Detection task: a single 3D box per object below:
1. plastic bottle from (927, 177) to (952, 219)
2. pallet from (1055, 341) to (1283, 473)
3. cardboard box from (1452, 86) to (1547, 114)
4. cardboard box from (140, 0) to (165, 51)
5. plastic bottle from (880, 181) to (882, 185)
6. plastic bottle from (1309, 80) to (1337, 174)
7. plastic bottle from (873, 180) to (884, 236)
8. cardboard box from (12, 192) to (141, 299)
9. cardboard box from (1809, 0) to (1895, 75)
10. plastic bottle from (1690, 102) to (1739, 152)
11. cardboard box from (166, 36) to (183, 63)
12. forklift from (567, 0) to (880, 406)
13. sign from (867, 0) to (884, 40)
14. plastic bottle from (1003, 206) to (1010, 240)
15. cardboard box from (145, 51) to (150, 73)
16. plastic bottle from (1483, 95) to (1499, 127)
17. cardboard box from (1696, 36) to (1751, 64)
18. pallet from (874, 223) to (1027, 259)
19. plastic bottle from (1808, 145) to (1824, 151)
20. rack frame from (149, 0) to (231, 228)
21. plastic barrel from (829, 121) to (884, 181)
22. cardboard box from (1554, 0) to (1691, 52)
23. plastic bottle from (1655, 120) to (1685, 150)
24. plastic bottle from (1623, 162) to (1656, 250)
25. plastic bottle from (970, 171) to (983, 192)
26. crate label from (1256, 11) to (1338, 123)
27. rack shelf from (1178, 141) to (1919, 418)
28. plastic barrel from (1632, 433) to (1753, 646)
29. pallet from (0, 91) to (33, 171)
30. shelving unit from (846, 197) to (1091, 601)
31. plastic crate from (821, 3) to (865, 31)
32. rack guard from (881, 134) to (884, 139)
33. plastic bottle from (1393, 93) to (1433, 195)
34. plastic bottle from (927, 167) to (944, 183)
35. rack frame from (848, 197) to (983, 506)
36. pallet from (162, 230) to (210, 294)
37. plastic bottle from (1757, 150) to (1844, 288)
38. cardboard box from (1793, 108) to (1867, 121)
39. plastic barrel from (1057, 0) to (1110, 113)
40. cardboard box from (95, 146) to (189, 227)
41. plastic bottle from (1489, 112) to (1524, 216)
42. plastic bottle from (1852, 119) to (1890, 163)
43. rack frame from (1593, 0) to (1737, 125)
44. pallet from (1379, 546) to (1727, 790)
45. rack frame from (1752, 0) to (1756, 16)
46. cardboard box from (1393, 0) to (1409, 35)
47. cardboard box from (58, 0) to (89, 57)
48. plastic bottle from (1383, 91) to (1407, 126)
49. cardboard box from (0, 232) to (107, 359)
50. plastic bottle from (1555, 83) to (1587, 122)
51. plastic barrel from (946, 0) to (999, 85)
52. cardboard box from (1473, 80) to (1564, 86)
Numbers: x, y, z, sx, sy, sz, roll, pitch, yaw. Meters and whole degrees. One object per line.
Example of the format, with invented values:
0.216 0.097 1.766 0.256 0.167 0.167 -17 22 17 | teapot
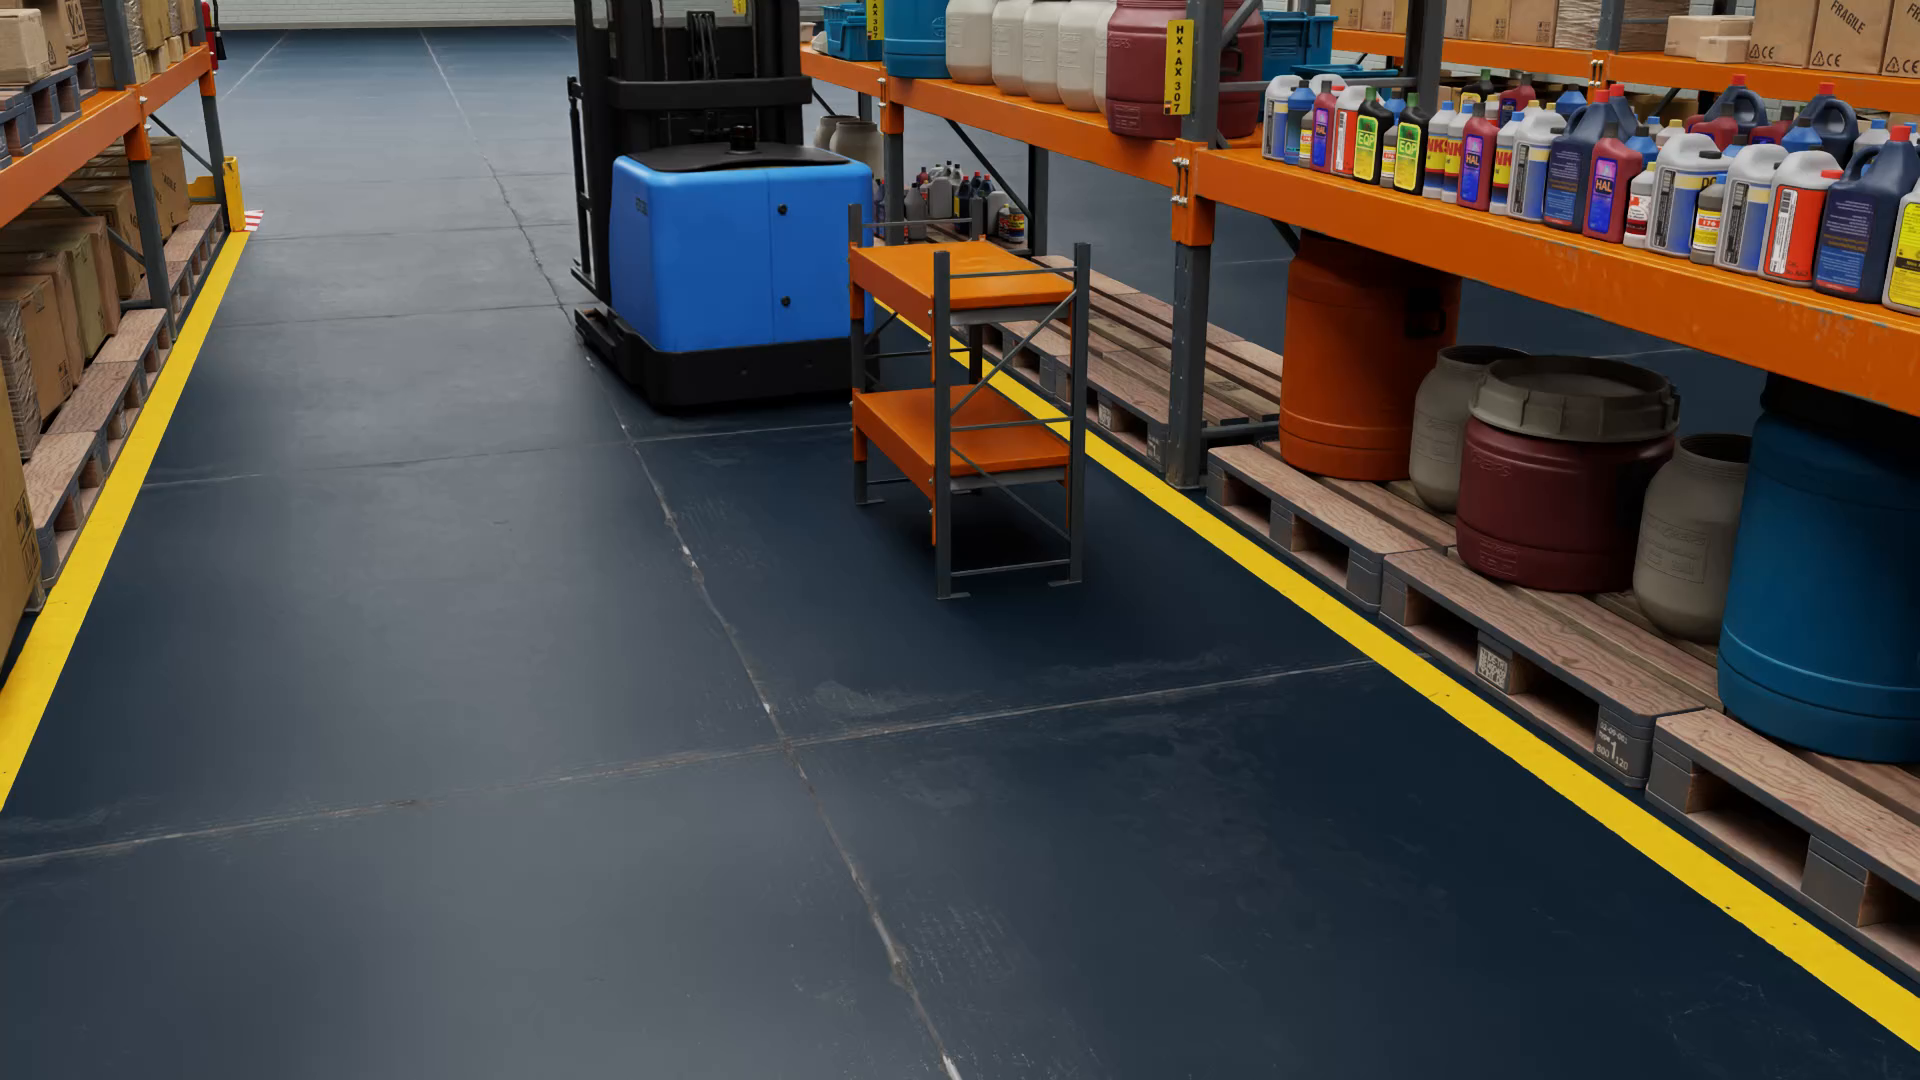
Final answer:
-0.143 -2.353 11.408 0.152 0.276 0.135 -6 21 -17 | plastic bottle
1.093 -0.608 7.297 1.003 0.211 1.213 -6 21 -17 | pallet
4.086 -3.180 12.670 0.500 0.500 0.500 -6 21 -17 | cardboard box
-4.866 -2.927 9.041 0.875 0.500 0.500 -6 21 -17 | cardboard box
-0.506 -2.240 11.084 0.061 0.283 0.133 -6 21 -17 | plastic bottle
1.189 -1.329 5.353 0.061 0.283 0.133 -6 21 -17 | plastic bottle
-0.494 -2.149 10.731 0.144 0.351 0.185 -7 21 -20 | plastic bottle
-4.747 -1.579 8.952 0.500 0.500 0.500 -7 21 -19 | cardboard box
5.295 -2.946 9.532 0.500 0.500 0.500 -6 21 -17 | cardboard box
2.112 -1.087 4.678 0.061 0.283 0.133 -6 21 -17 | plastic bottle
-5.060 -3.051 10.344 0.380 0.149 0.250 -6 21 -17 | cardboard box
-1.412 -2.435 8.359 1.130 2.935 3.031 -8 21 -21 | forklift
-0.483 -3.027 9.496 0.100 0.325 0.005 -6 21 -17 | sign
0.326 -2.023 10.600 0.097 0.201 0.097 0 20 0 | plastic bottle
-4.613 -2.567 8.997 0.380 0.149 0.250 -6 21 -17 | cardboard box
1.851 -1.451 5.812 0.097 0.201 0.097 0 20 0 | plastic bottle
4.830 -3.052 10.348 0.380 0.149 0.250 -6 21 -17 | cardboard box
-0.129 -1.859 10.780 1.003 0.211 1.213 -6 21 -17 | pallet
1.923 -0.757 3.777 0.097 0.271 0.097 0 20 0 | plastic bottle
-5.917 -3.709 11.805 1.000 3.000 0.127 -6 21 -17 | rack frame
-0.778 -2.898 12.606 0.421 0.512 0.421 0 20 0 | plastic barrel
4.600 -3.665 11.536 0.700 0.500 0.500 -7 21 -19 | cardboard box
2.137 -1.158 4.997 0.097 0.201 0.097 0 20 0 | plastic bottle
1.675 -0.814 4.038 0.097 0.201 0.097 0 20 0 | plastic bottle
0.123 -2.275 11.082 0.144 0.351 0.185 -7 21 -19 | plastic bottle
1.244 -2.032 7.084 0.502 0.435 0.616 -6 21 -17 | crate label
1.928 -0.687 4.457 1.077 0.370 4.000 -6 21 -17 | rack shelf
2.087 -0.005 4.553 0.421 0.512 0.421 0 20 0 | plastic barrel
-3.727 -1.269 5.295 1.213 0.211 1.003 -6 21 -17 | pallet
0.002 -0.527 5.720 0.538 1.125 1.048 -6 21 -17 | shelving unit
-0.774 -4.036 12.936 0.499 0.251 0.616 -6 21 -17 | plastic crate
-1.146 -3.039 13.638 1.175 0.500 0.348 -6 21 -17 | rack guard
1.345 -1.169 4.907 0.061 0.283 0.133 -6 21 -17 | plastic bottle
-0.168 -2.534 11.911 0.152 0.276 0.135 -6 21 -17 | plastic bottle
-0.158 -0.690 6.174 0.500 1.125 0.032 -6 21 -17 | rack frame
-5.291 -1.717 10.384 1.003 0.211 1.213 -6 21 -17 | pallet
1.853 -0.697 3.603 0.152 0.276 0.135 -6 21 -17 | plastic bottle
8.322 -3.998 15.936 0.500 0.311 0.500 -9 22 -23 | cardboard box
0.641 -2.163 7.336 0.421 0.512 0.421 0 20 0 | plastic barrel
-5.516 -2.340 11.069 0.500 0.500 0.500 -1 20 -3 | cardboard box
1.502 -1.023 4.518 0.097 0.271 0.097 0 20 0 | plastic bottle
2.368 -0.955 4.330 0.097 0.271 0.097 0 20 0 | plastic bottle
4.746 -3.476 11.158 1.000 3.000 0.127 -6 21 -17 | rack frame
1.967 0.284 4.813 1.003 0.211 1.213 -6 21 -17 | pallet
8.190 -5.288 16.200 1.000 3.000 0.127 -6 21 -17 | rack frame
3.943 -4.328 13.381 0.700 0.500 0.500 -6 21 -17 | cardboard box
-4.543 -2.635 7.307 1.000 1.000 1.000 -6 21 -17 | cardboard box
1.342 -1.252 5.155 0.097 0.271 0.097 0 20 0 | plastic bottle
-4.355 -1.101 7.592 0.700 0.500 0.500 -7 21 -18 | cardboard box
1.984 -1.347 5.420 0.097 0.271 0.097 0 20 0 | plastic bottle
0.135 -2.685 8.753 0.433 0.535 0.433 0 20 0 | plastic barrel
4.424 -3.396 13.271 0.500 0.500 0.500 -6 21 -17 | cardboard box
